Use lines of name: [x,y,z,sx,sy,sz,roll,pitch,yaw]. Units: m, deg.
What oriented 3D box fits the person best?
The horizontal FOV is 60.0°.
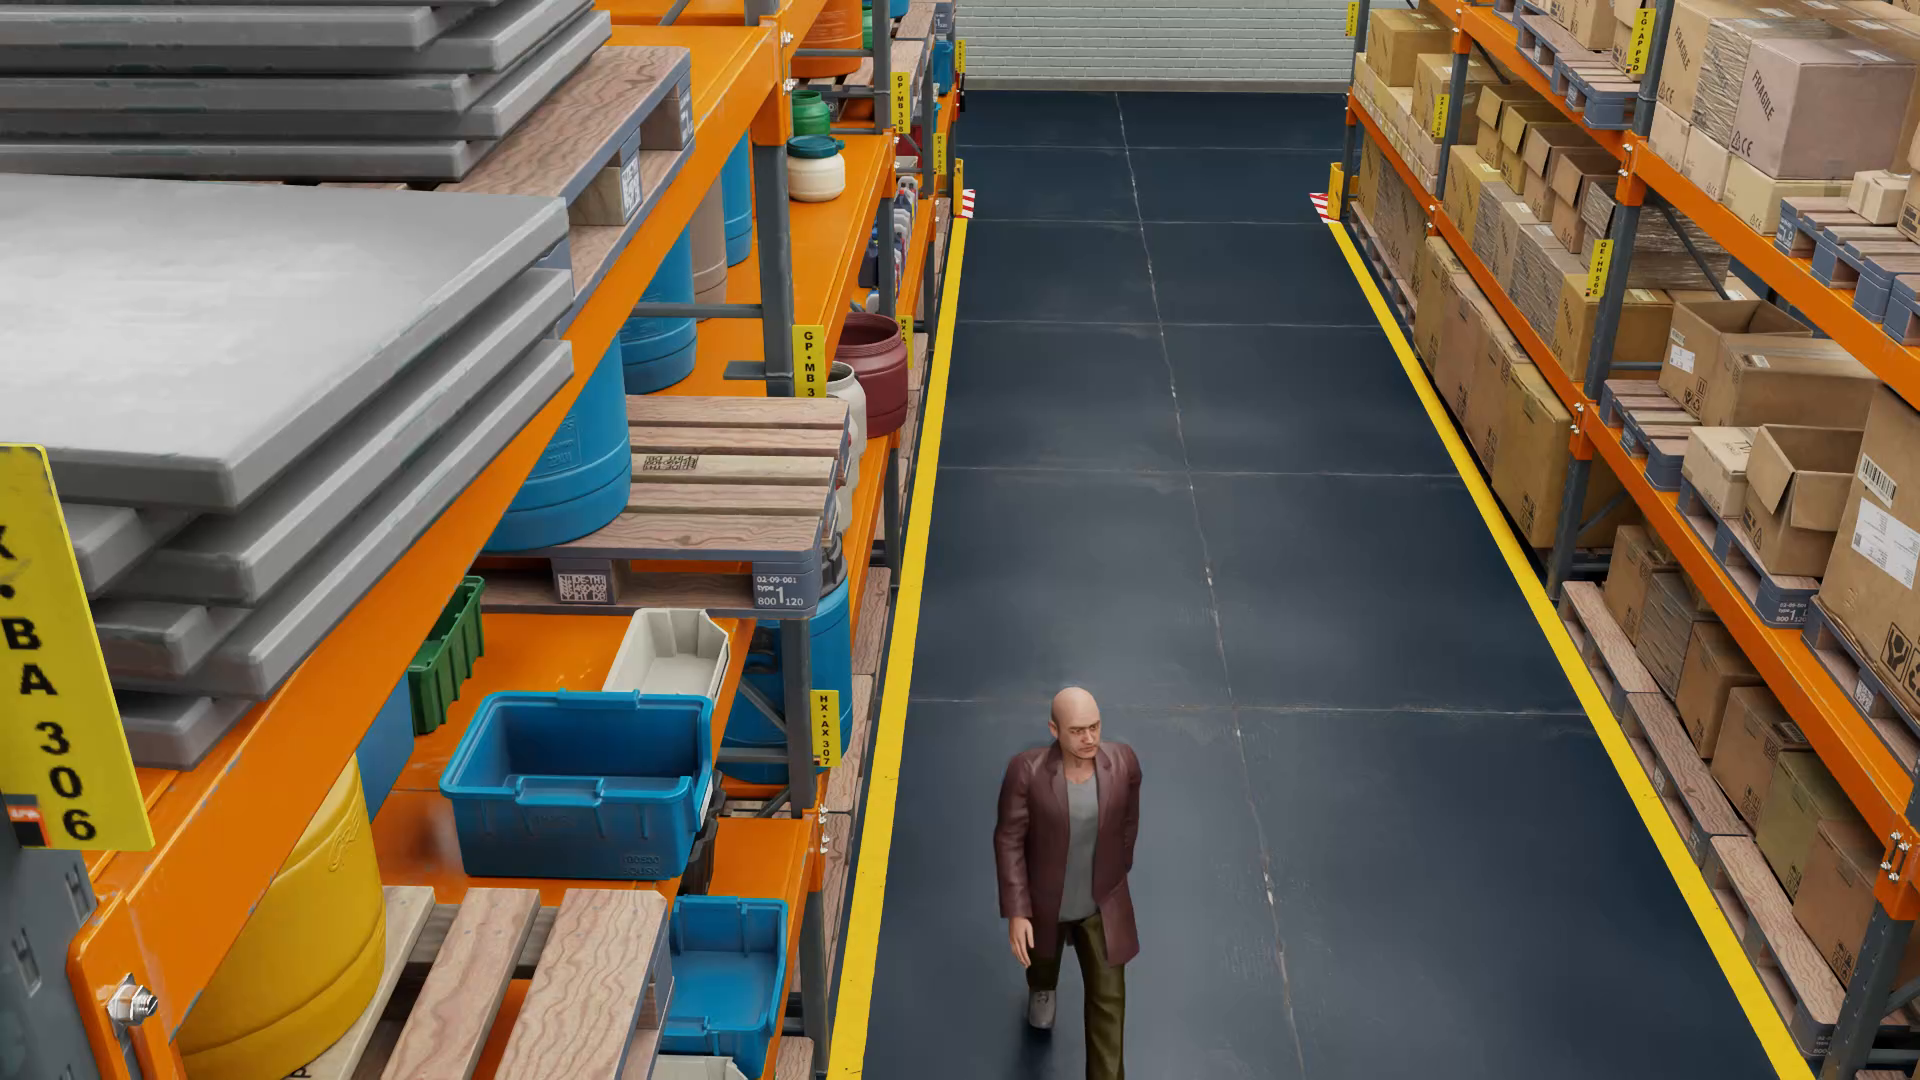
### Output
person: [0.422,1.379,6.237,0.572,1.725,1.126,-2,28,-4]
